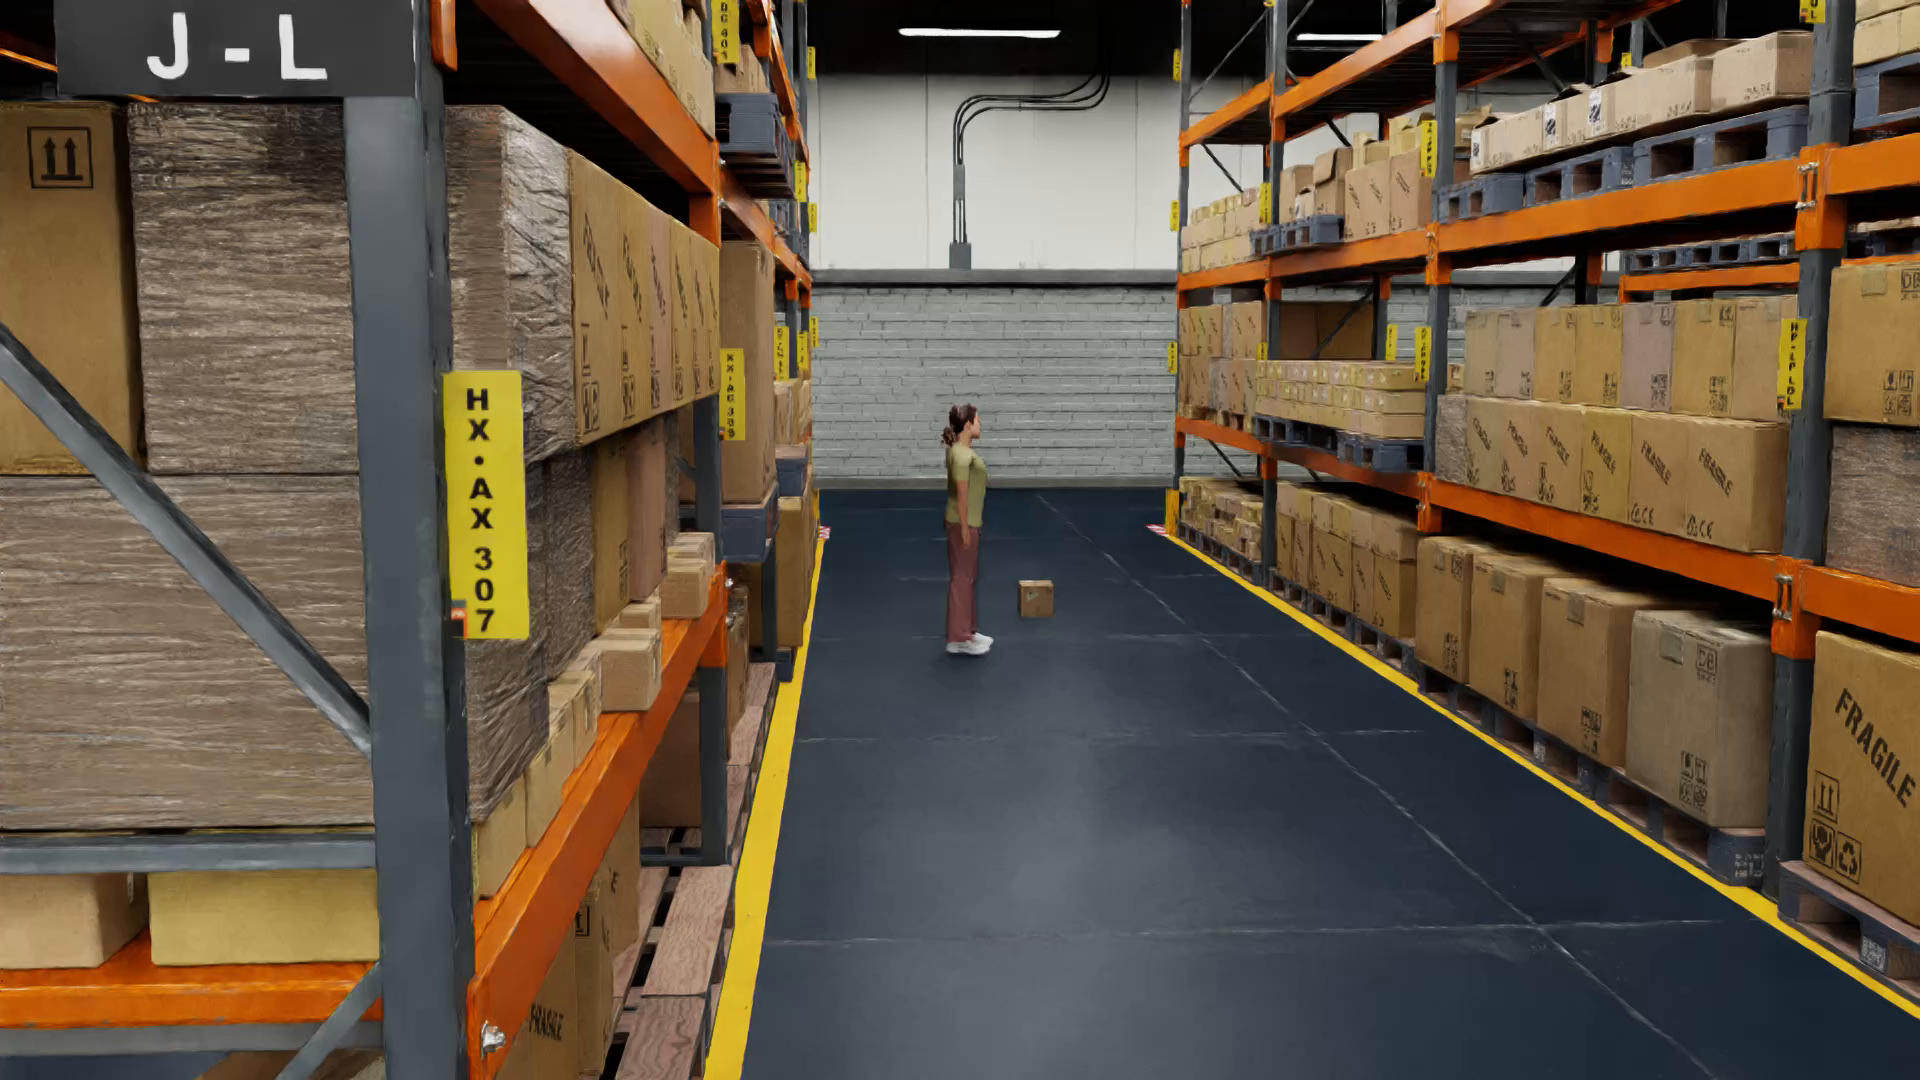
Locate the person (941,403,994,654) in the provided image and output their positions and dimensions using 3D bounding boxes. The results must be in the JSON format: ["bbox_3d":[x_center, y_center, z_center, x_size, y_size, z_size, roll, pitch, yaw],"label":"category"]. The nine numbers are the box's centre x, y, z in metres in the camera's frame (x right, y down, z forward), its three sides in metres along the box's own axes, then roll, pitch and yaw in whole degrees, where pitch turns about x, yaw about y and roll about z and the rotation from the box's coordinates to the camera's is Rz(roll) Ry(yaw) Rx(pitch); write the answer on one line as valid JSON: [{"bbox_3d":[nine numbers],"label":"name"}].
[{"bbox_3d":[0.061,-0.086,11.306,0.363,1.674,0.481,-1,7,-5],"label":"person"}]
